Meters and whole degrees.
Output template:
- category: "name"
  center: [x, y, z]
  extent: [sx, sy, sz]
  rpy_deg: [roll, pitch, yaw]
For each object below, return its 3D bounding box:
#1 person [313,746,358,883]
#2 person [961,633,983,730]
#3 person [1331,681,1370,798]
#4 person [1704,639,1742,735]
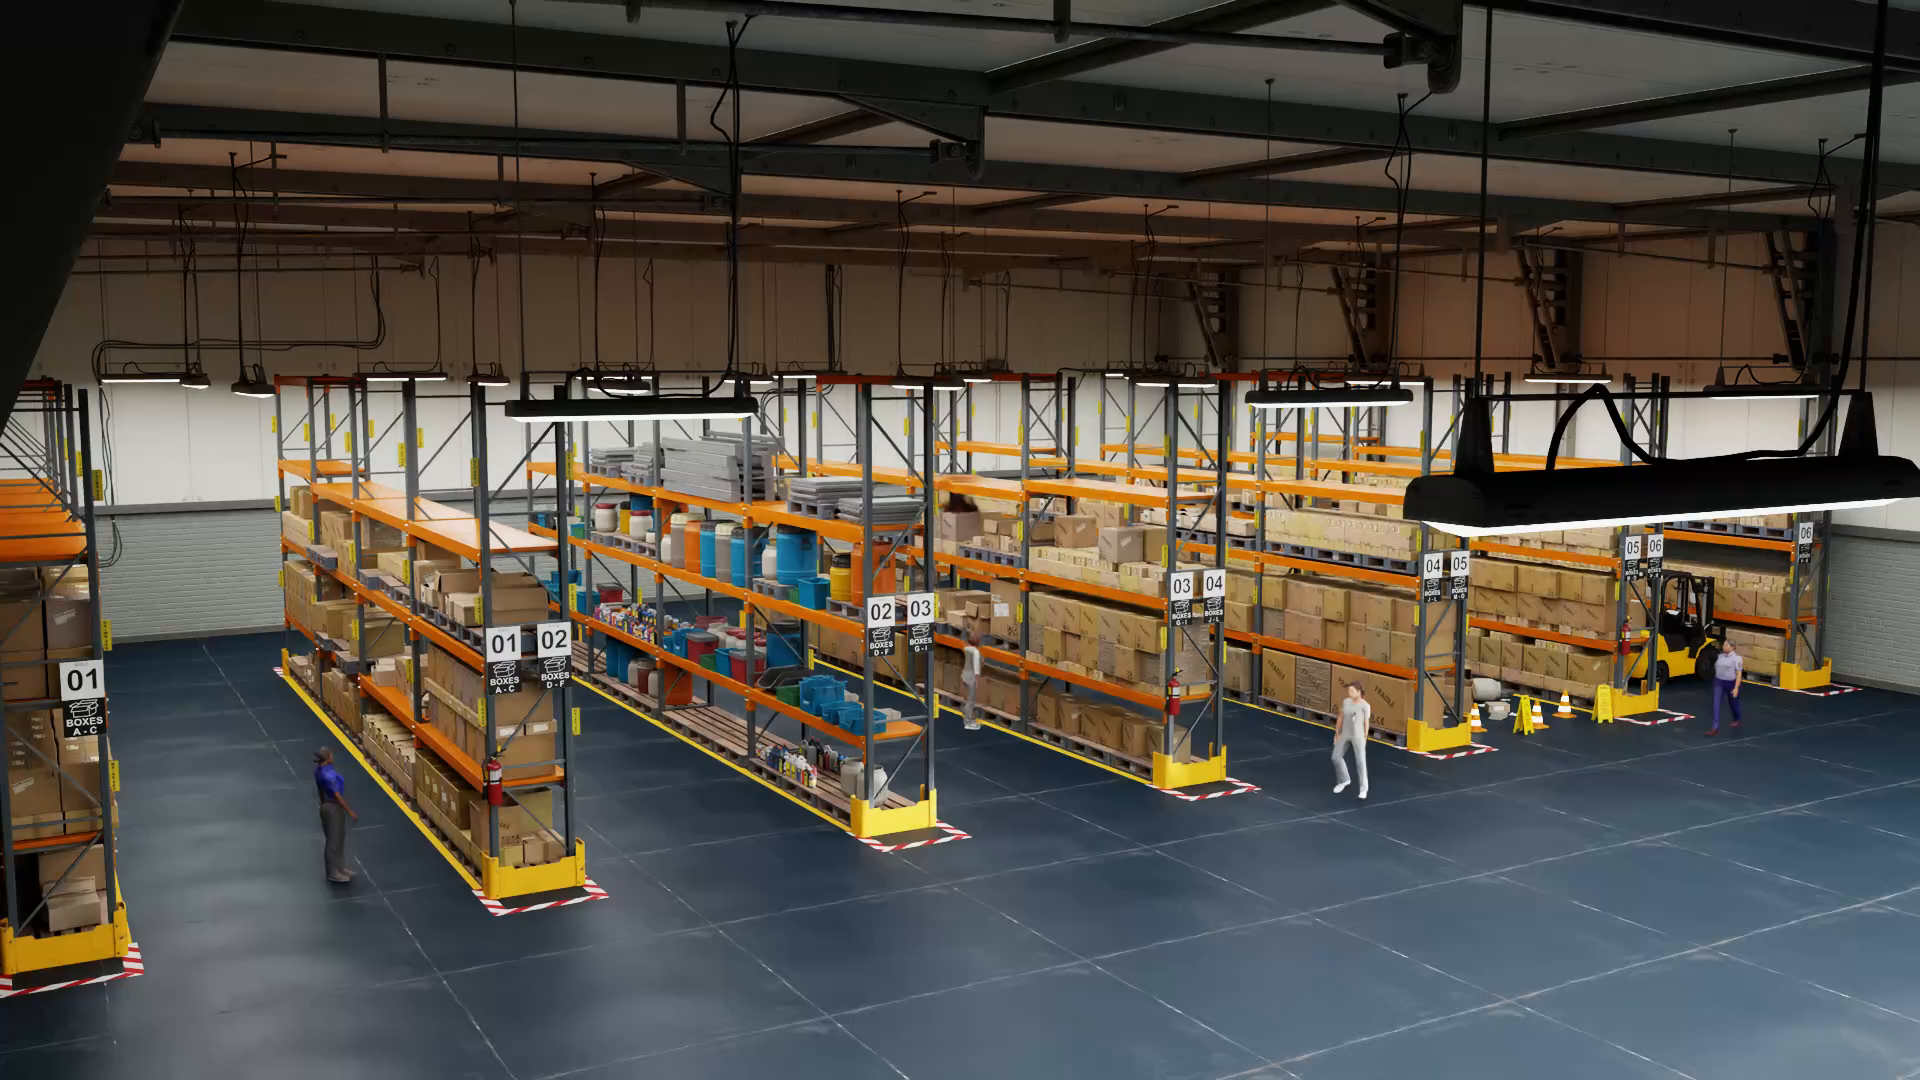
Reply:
- category: "person"
  center: [-7.562, 3.314, 20.206]
  extent: [0.518, 1.684, 0.521]
  rpy_deg: [-1, 6, -11]
- category: "person"
  center: [0.218, 2.322, 27.378]
  extent: [0.371, 1.604, 0.433]
  rpy_deg: [-3, 7, -22]
- category: "person"
  center: [5.663, 2.859, 24.036]
  extent: [0.531, 1.685, 0.392]
  rpy_deg: [5, 8, 37]
- category: "person"
  center: [12.944, 2.465, 28.060]
  extent: [0.469, 1.597, 0.958]
  rpy_deg: [4, 8, 36]
